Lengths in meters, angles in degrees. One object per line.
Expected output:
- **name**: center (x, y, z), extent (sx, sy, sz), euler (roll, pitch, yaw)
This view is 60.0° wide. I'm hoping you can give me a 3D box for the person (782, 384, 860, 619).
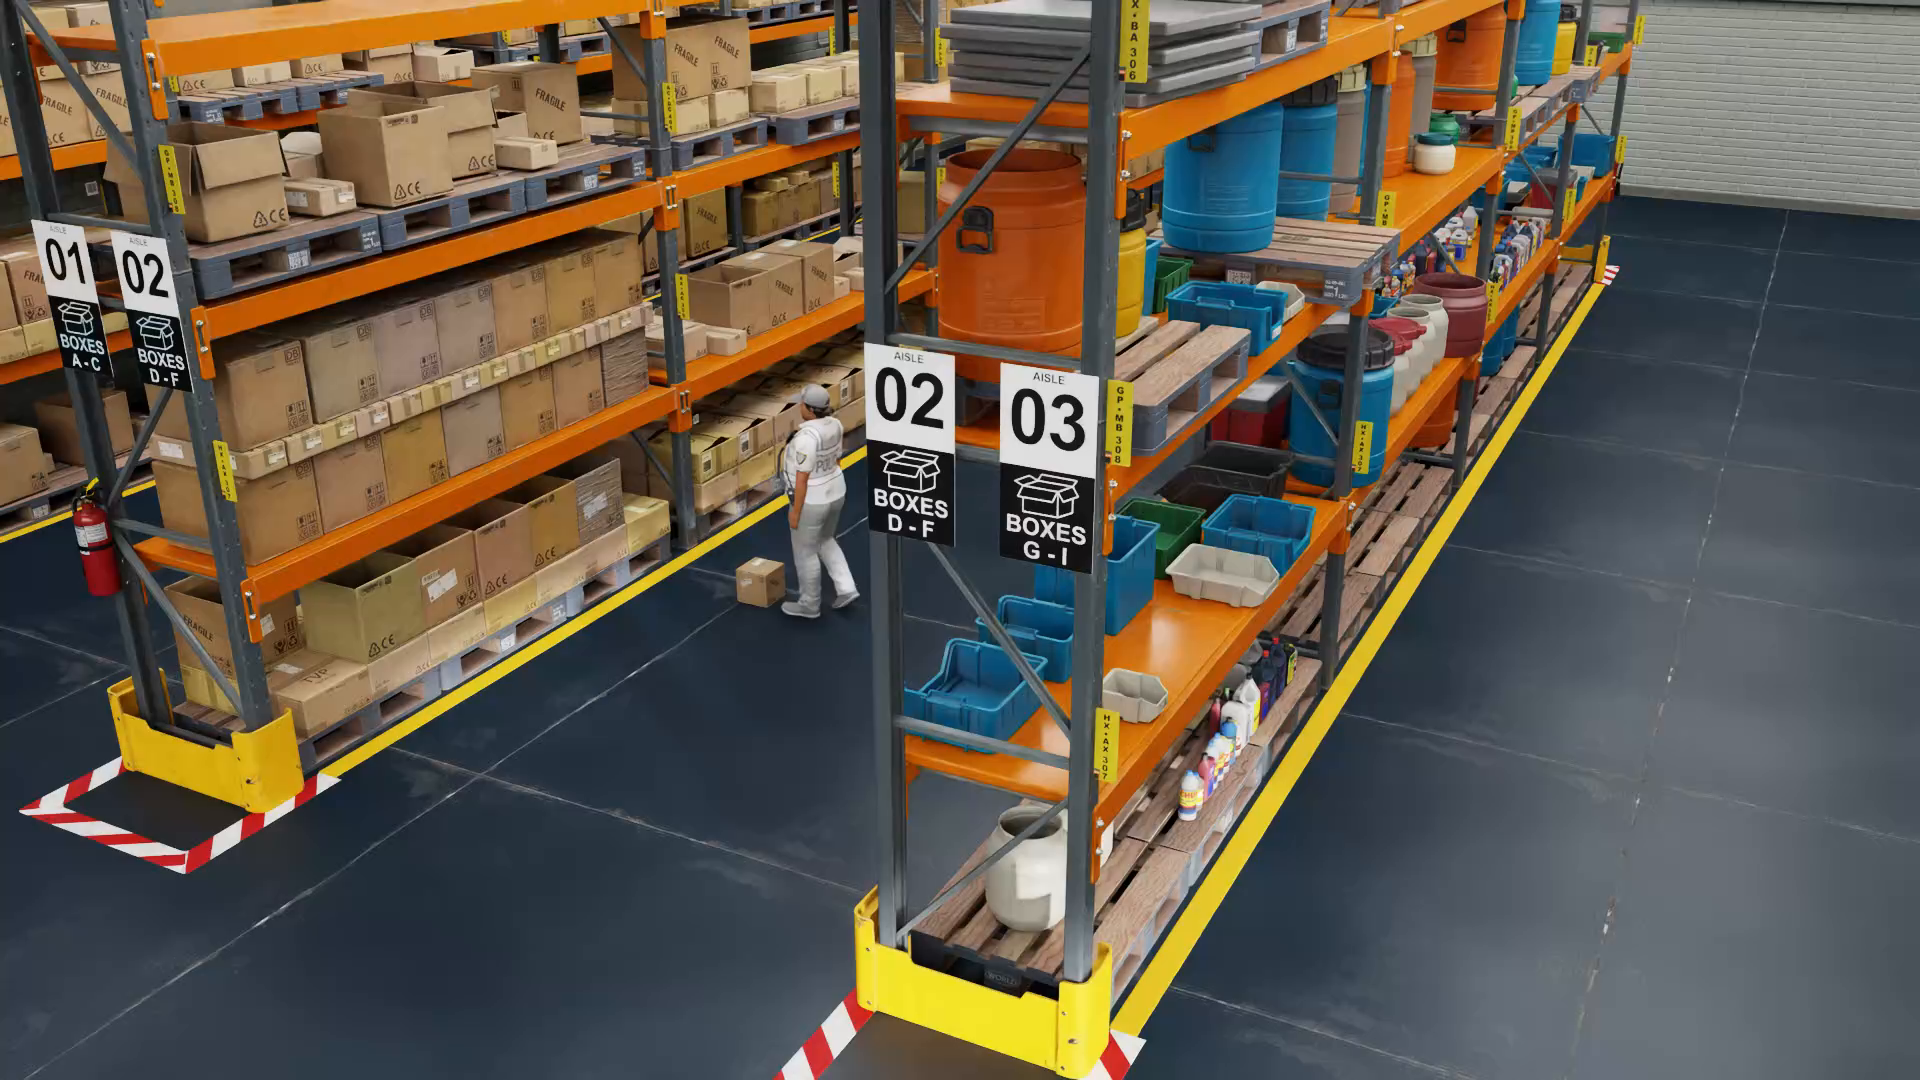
- **person**: center (-0.996, -0.230, 11.358), extent (0.470, 1.740, 0.482), euler (12, 26, 25)
